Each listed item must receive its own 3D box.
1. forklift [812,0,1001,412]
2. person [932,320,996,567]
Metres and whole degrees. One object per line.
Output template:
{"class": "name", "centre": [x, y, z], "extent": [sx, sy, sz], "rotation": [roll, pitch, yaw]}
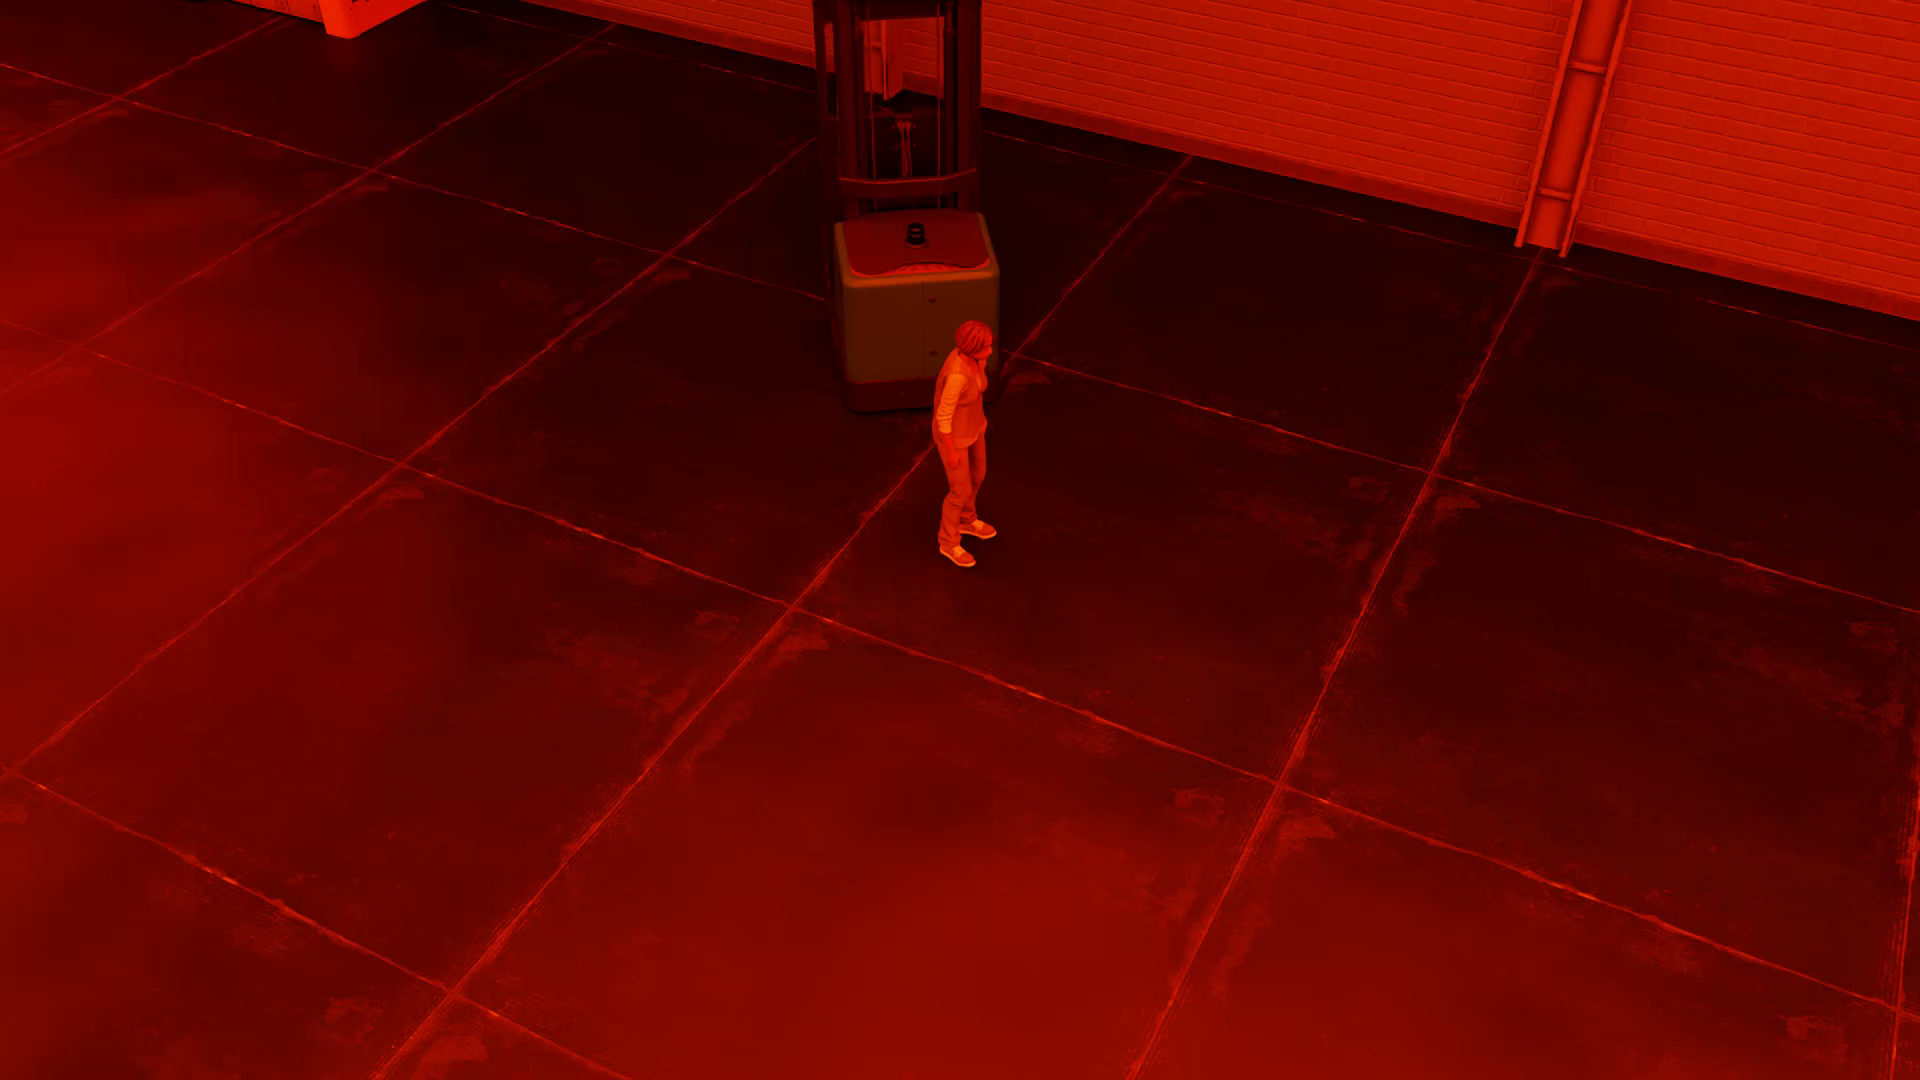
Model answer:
{"class": "forklift", "centre": [-0.439, -2.928, 11.463], "extent": [1.130, 2.935, 3.031], "rotation": [-5, 40, -6]}
{"class": "person", "centre": [0.021, -0.601, 9.750], "extent": [0.344, 1.581, 0.467], "rotation": [17, 43, 19]}
